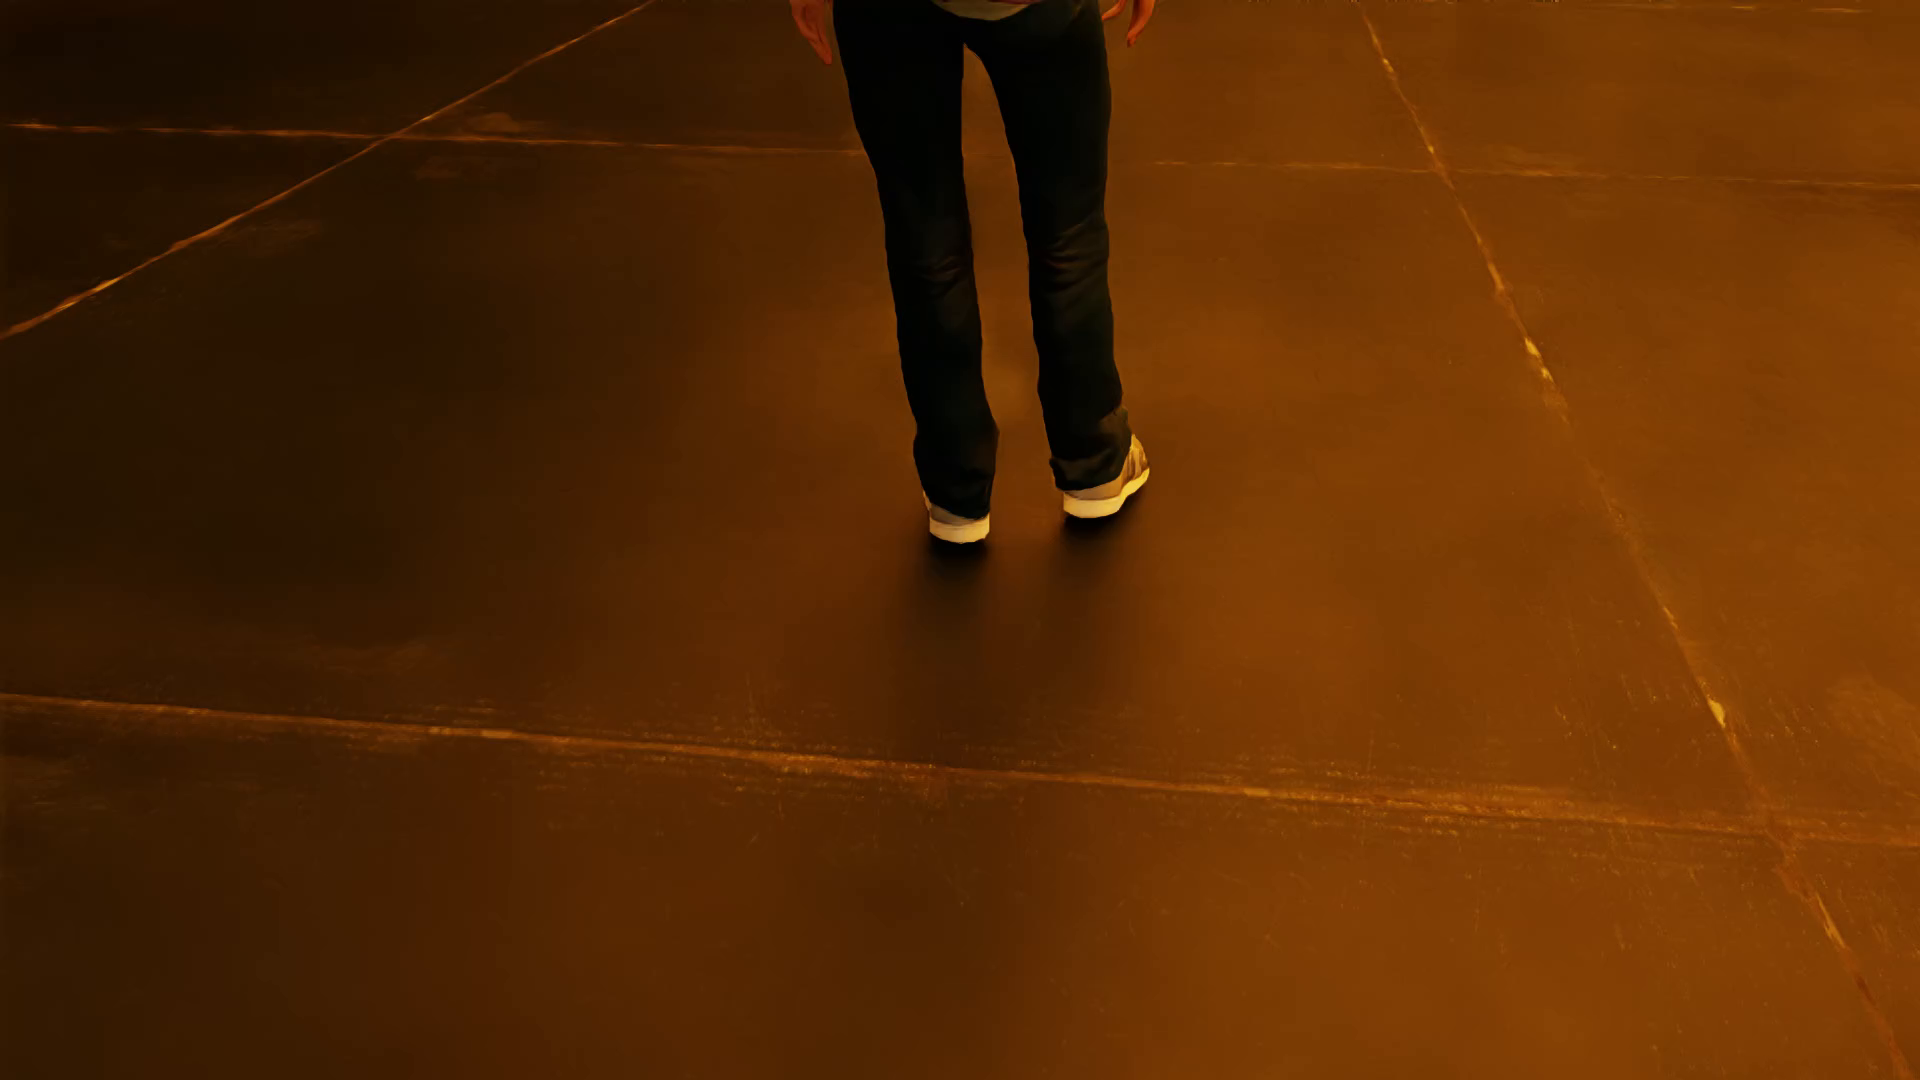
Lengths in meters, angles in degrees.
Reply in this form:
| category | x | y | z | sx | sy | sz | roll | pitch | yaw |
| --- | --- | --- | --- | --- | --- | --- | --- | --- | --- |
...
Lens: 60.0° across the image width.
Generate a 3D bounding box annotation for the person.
| category | x | y | z | sx | sy | sz | roll | pitch | yaw |
| --- | --- | --- | --- | --- | --- | --- | --- | --- | --- |
| person | 0.024 | -0.753 | 2.205 | 0.520 | 1.597 | 0.474 | 3 | 27 | 7 |
